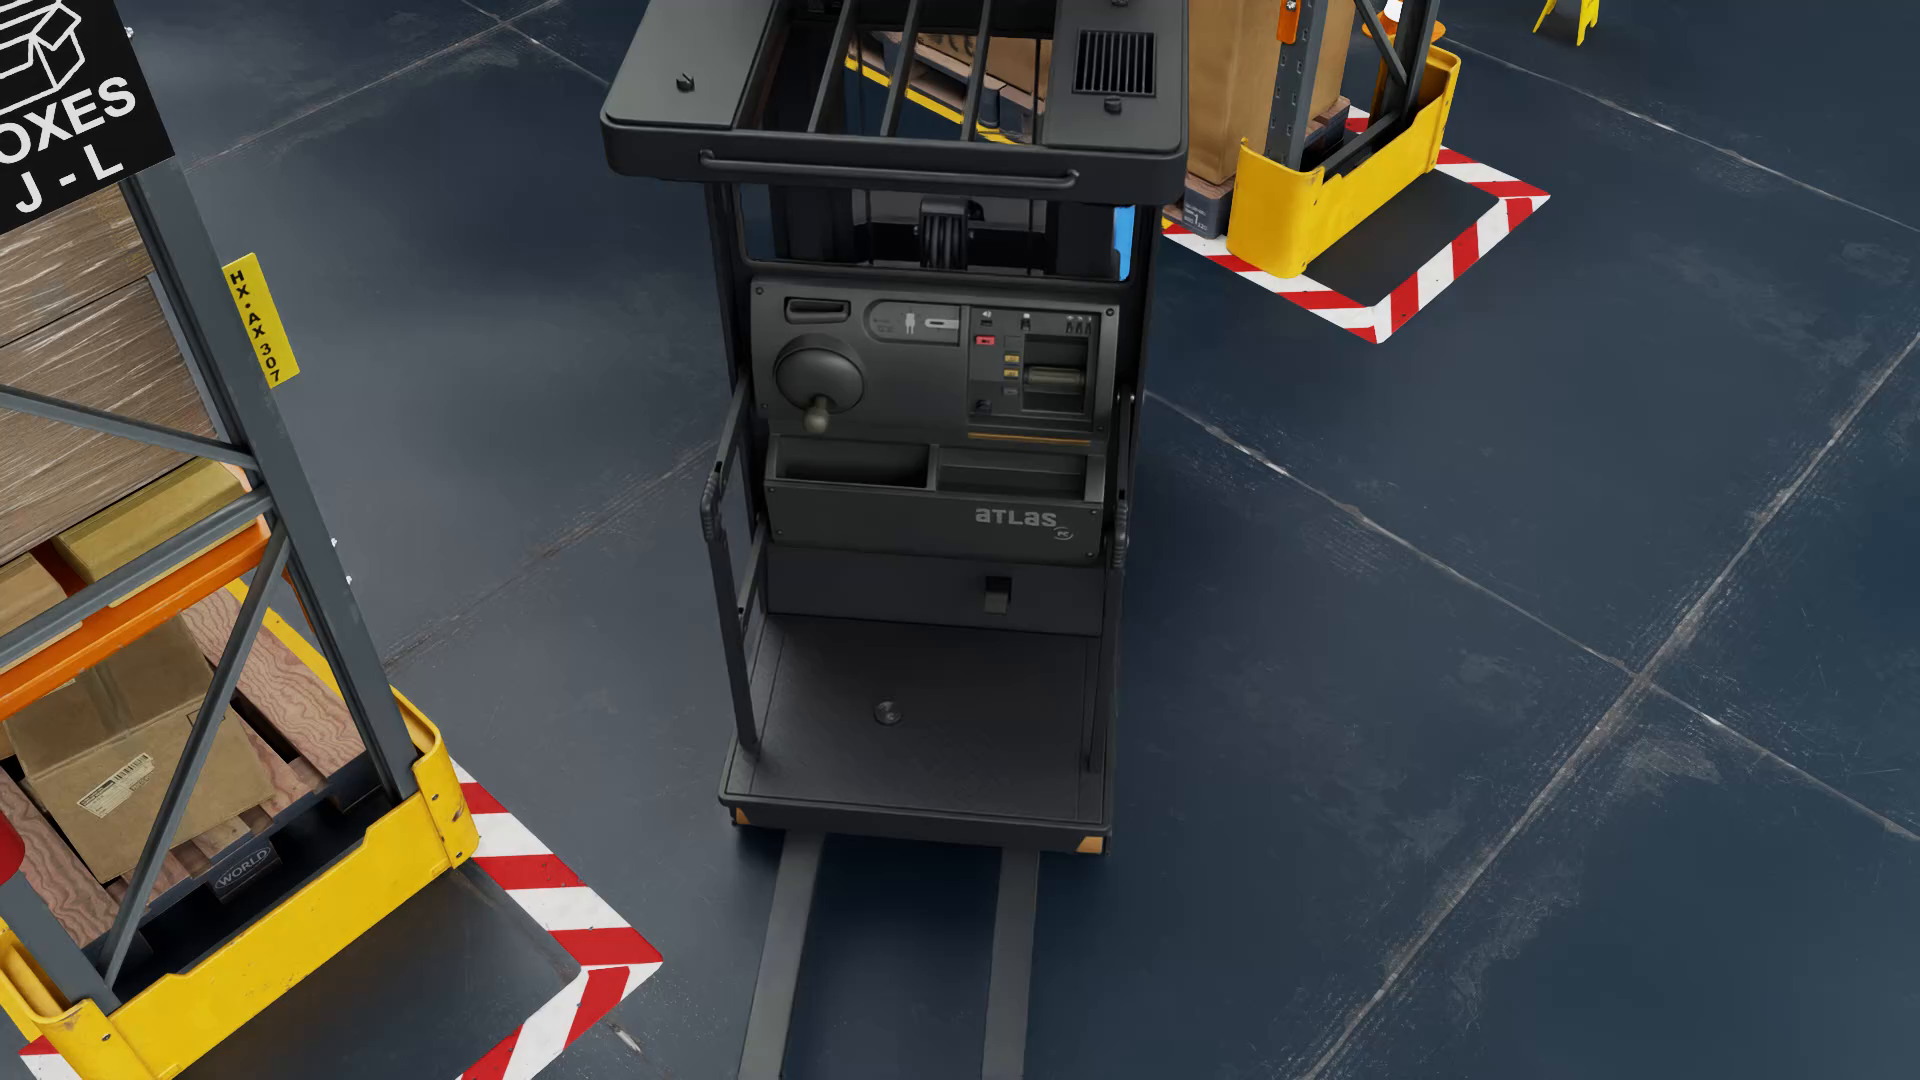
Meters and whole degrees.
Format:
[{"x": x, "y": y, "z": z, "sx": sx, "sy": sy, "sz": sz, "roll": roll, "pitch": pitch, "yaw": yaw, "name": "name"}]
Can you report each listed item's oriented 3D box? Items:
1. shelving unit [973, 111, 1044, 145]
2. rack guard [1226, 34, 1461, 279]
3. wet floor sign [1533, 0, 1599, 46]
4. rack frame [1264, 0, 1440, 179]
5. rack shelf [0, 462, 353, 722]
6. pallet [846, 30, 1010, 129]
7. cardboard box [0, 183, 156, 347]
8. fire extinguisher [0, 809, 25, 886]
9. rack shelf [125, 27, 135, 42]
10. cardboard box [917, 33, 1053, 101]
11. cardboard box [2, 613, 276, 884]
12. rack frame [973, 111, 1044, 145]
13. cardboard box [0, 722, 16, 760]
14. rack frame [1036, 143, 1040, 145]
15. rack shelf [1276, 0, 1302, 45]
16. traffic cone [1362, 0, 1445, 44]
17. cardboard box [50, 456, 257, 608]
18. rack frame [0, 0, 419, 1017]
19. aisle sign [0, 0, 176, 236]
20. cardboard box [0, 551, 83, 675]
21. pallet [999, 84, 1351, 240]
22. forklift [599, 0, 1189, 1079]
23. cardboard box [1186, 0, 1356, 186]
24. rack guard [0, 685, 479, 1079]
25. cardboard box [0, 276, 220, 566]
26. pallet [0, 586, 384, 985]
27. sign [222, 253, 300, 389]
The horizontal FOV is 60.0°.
[{"x": 0.144, "y": -0.924, "z": 5.795, "sx": 0.258, "sy": 1.200, "sz": 0.189, "roll": 4, "pitch": 47, "yaw": 4, "name": "shelving unit"}, {"x": 1.596, "y": -1.608, "z": 6.917, "sx": 0.348, "sy": 0.500, "sz": 1.175, "roll": 34, "pitch": 55, "yaw": 28, "name": "rack guard"}, {"x": 2.943, "y": -2.716, "z": 7.858, "sx": 0.232, "sy": 0.644, "sz": 0.267, "roll": 25, "pitch": 52, "yaw": 22, "name": "wet floor sign"}, {"x": 1.579, "y": -2.476, "z": 6.017, "sx": 0.127, "sy": 3.000, "sz": 1.000, "roll": 34, "pitch": 55, "yaw": 28, "name": "rack frame"}, {"x": -3.329, "y": -0.611, "z": 4.760, "sx": 4.000, "sy": 0.370, "sz": 1.077, "roll": 34, "pitch": 55, "yaw": 28, "name": "rack shelf"}, {"x": 0.046, "y": -2.478, "z": 7.932, "sx": 1.213, "sy": 0.211, "sz": 1.003, "roll": 34, "pitch": 55, "yaw": 28, "name": "pallet"}, {"x": -2.079, "y": -0.765, "z": 3.452, "sx": 0.500, "sy": 0.500, "sz": 0.500, "roll": 34, "pitch": 55, "yaw": 28, "name": "cardboard box"}, {"x": -2.088, "y": 0.461, "z": 3.312, "sx": 0.183, "sy": 0.674, "sz": 0.296, "roll": 34, "pitch": 55, "yaw": 28, "name": "fire extinguisher"}, {"x": -3.329, "y": -1.638, "z": 3.666, "sx": 4.000, "sy": 0.370, "sz": 1.077, "roll": 34, "pitch": 55, "yaw": 28, "name": "rack shelf"}, {"x": 0.388, "y": -2.626, "z": 7.328, "sx": 0.875, "sy": 0.875, "sz": 0.875, "roll": 33, "pitch": 55, "yaw": 27, "name": "cardboard box"}, {"x": -2.307, "y": 0.525, "z": 4.626, "sx": 0.500, "sy": 0.500, "sz": 0.500, "roll": -28, "pitch": 53, "yaw": -24, "name": "cardboard box"}, {"x": 0.153, "y": -0.991, "z": 5.857, "sx": 0.240, "sy": 1.200, "sz": 0.006, "roll": 4, "pitch": 47, "yaw": 4, "name": "rack frame"}, {"x": -2.770, "y": 0.248, "z": 4.886, "sx": 0.500, "sy": 0.500, "sz": 0.500, "roll": -25, "pitch": 52, "yaw": -21, "name": "cardboard box"}, {"x": 0.135, "y": -0.858, "z": 5.733, "sx": 0.240, "sy": 1.200, "sz": 0.006, "roll": 4, "pitch": 47, "yaw": 4, "name": "rack frame"}, {"x": 0.109, "y": -3.219, "z": 7.208, "sx": 4.000, "sy": 0.370, "sz": 1.077, "roll": 34, "pitch": 55, "yaw": 28, "name": "rack shelf"}, {"x": 2.152, "y": -2.631, "z": 7.903, "sx": 0.334, "sy": 0.463, "sz": 0.336, "roll": 34, "pitch": 55, "yaw": 28, "name": "traffic cone"}, {"x": -1.907, "y": -0.051, "z": 3.913, "sx": 0.250, "sy": 0.149, "sz": 0.380, "roll": 34, "pitch": 55, "yaw": 28, "name": "cardboard box"}, {"x": -1.859, "y": 0.131, "z": 3.569, "sx": 0.127, "sy": 3.000, "sz": 1.000, "roll": 34, "pitch": 55, "yaw": 28, "name": "rack frame"}, {"x": -1.610, "y": -0.889, "z": 2.744, "sx": 0.004, "sy": 0.787, "sz": 0.394, "roll": 34, "pitch": 55, "yaw": 28, "name": "aisle sign"}, {"x": -2.209, "y": 0.187, "z": 3.689, "sx": 0.250, "sy": 0.149, "sz": 0.380, "roll": 34, "pitch": 55, "yaw": 28, "name": "cardboard box"}, {"x": 0.938, "y": -1.875, "z": 7.366, "sx": 1.213, "sy": 0.211, "sz": 1.003, "roll": 34, "pitch": 55, "yaw": 28, "name": "pallet"}, {"x": -0.087, "y": -0.352, "z": 4.070, "sx": 1.130, "sy": 2.935, "sz": 3.031, "roll": 4, "pitch": 47, "yaw": 4, "name": "forklift"}, {"x": 1.036, "y": -2.192, "z": 6.920, "sx": 0.875, "sy": 0.875, "sz": 0.875, "roll": 34, "pitch": 56, "yaw": 28, "name": "cardboard box"}, {"x": -1.915, "y": 0.949, "z": 4.516, "sx": 0.348, "sy": 0.500, "sz": 1.175, "roll": 34, "pitch": 55, "yaw": 28, "name": "rack guard"}, {"x": -2.245, "y": -0.291, "z": 3.693, "sx": 0.500, "sy": 0.500, "sz": 0.875, "roll": 34, "pitch": 55, "yaw": 28, "name": "cardboard box"}, {"x": -2.488, "y": 0.628, "z": 5.016, "sx": 1.213, "sy": 0.211, "sz": 1.003, "roll": 34, "pitch": 55, "yaw": 28, "name": "pallet"}, {"x": -1.492, "y": -0.456, "z": 3.527, "sx": 0.005, "sy": 0.325, "sz": 0.100, "roll": 34, "pitch": 55, "yaw": 28, "name": "sign"}]
